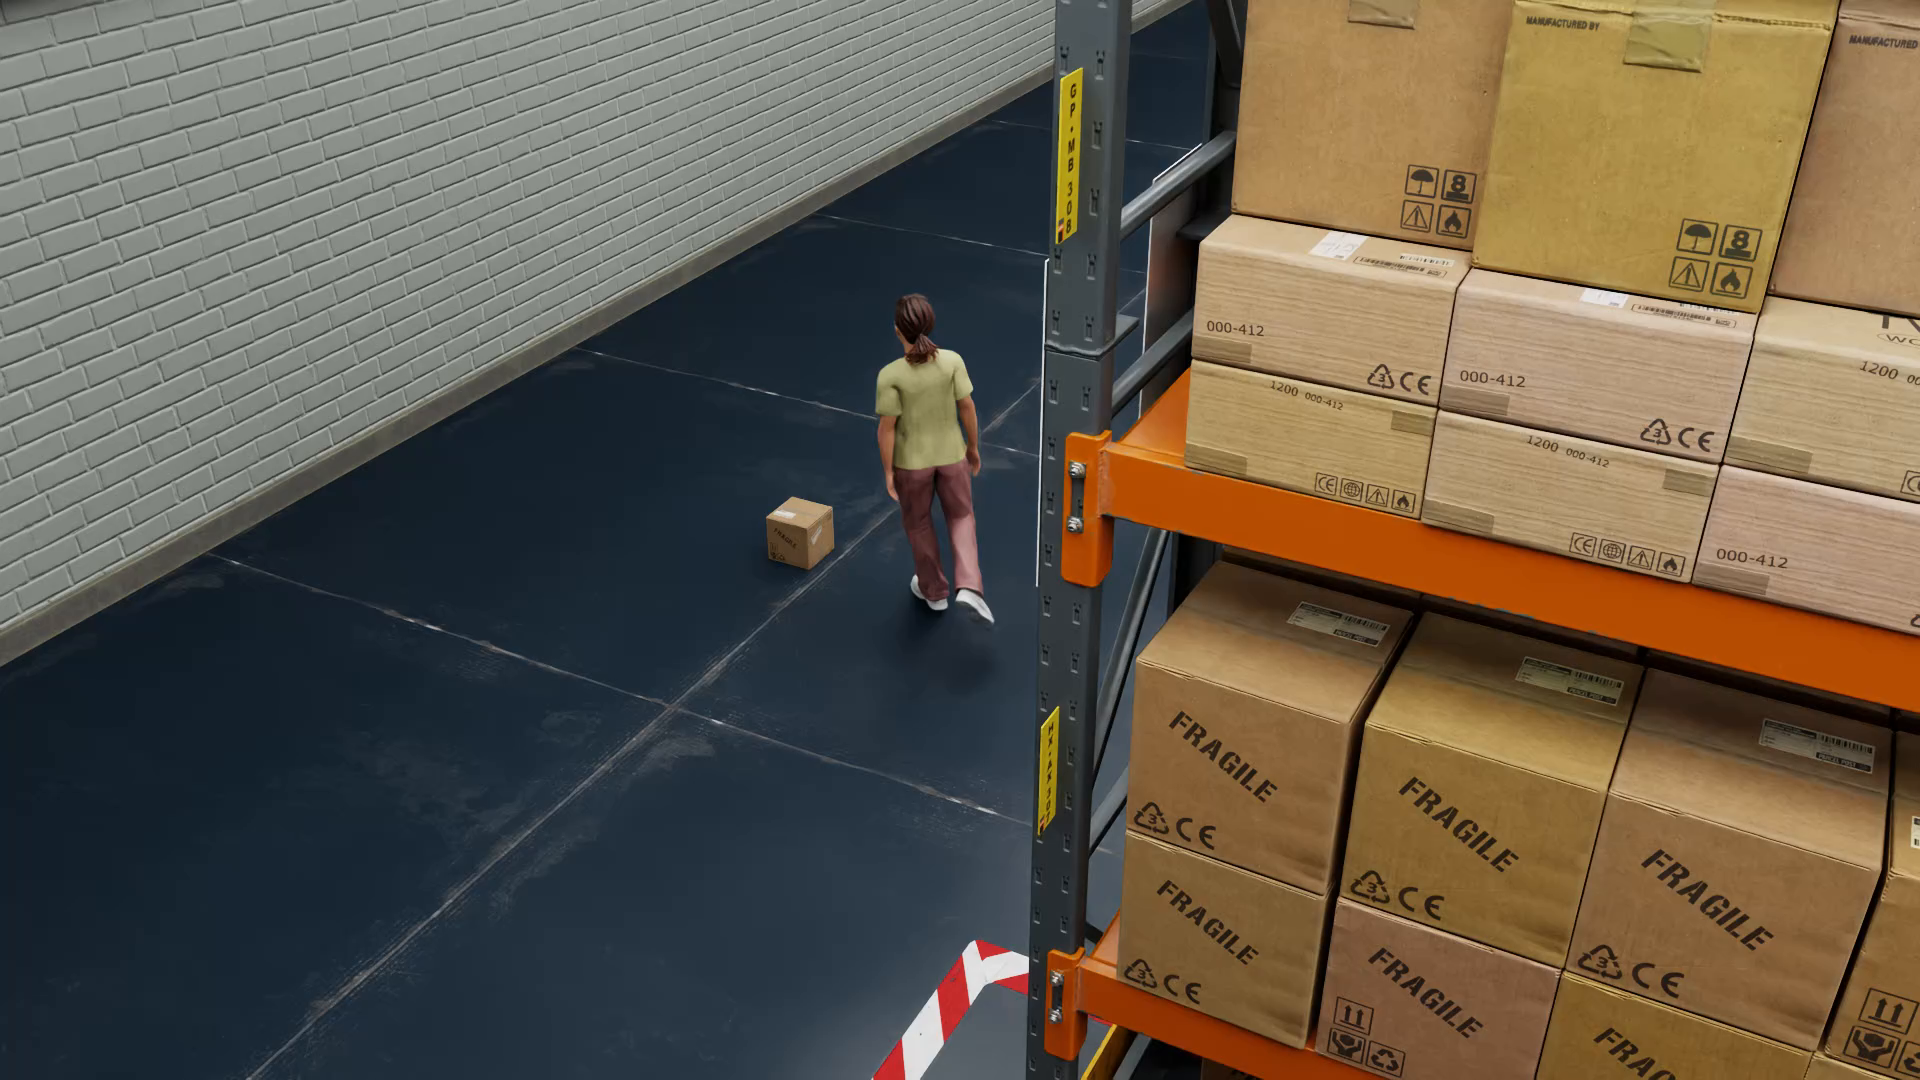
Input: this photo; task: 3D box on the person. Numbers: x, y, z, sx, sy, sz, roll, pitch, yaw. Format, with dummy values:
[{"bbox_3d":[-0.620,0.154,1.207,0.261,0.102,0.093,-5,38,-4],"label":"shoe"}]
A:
[{"bbox_3d":[-0.128,-0.328,7.684,0.513,1.660,0.713,-9,31,-15],"label":"person"}]
